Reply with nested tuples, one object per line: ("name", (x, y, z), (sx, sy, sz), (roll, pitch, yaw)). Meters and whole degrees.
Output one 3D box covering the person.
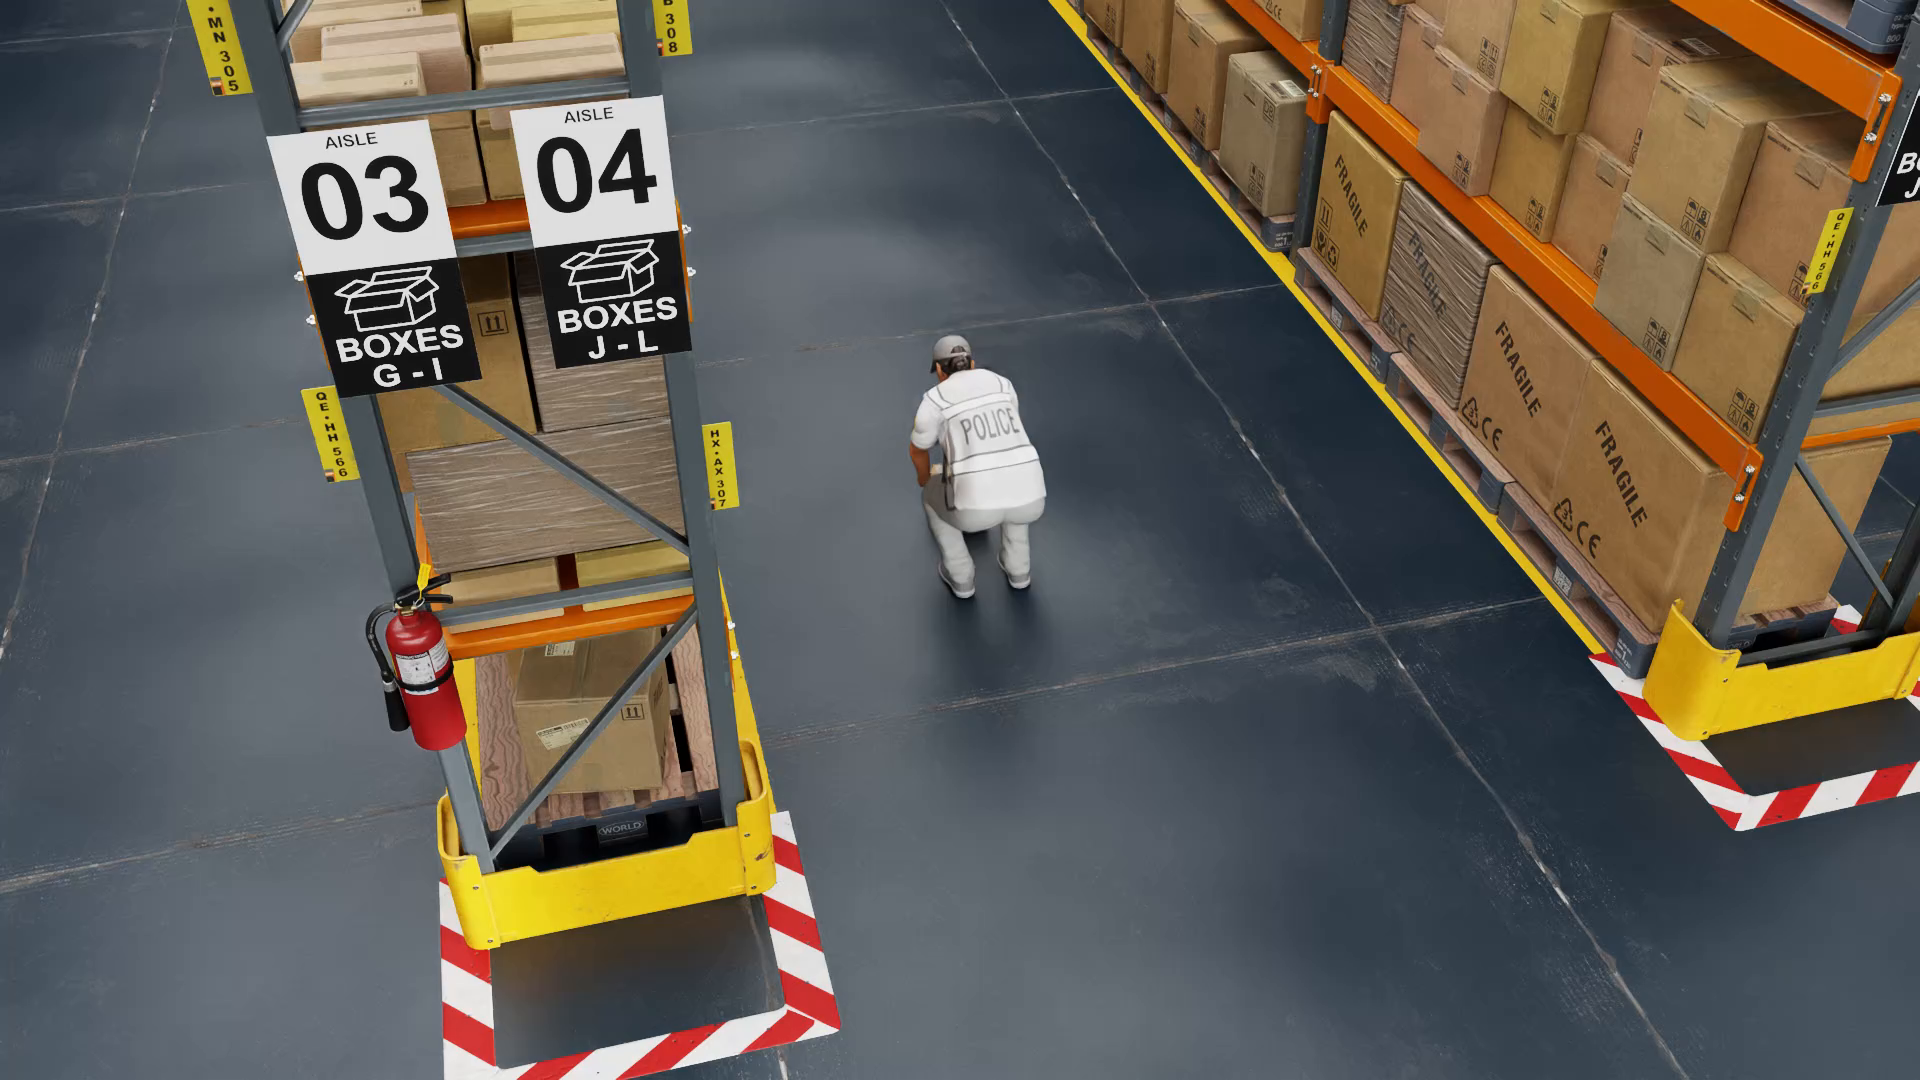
("person", (0.070, -0.300, 7.555), (0.537, 1.094, 0.834), (-10, 39, -12))
